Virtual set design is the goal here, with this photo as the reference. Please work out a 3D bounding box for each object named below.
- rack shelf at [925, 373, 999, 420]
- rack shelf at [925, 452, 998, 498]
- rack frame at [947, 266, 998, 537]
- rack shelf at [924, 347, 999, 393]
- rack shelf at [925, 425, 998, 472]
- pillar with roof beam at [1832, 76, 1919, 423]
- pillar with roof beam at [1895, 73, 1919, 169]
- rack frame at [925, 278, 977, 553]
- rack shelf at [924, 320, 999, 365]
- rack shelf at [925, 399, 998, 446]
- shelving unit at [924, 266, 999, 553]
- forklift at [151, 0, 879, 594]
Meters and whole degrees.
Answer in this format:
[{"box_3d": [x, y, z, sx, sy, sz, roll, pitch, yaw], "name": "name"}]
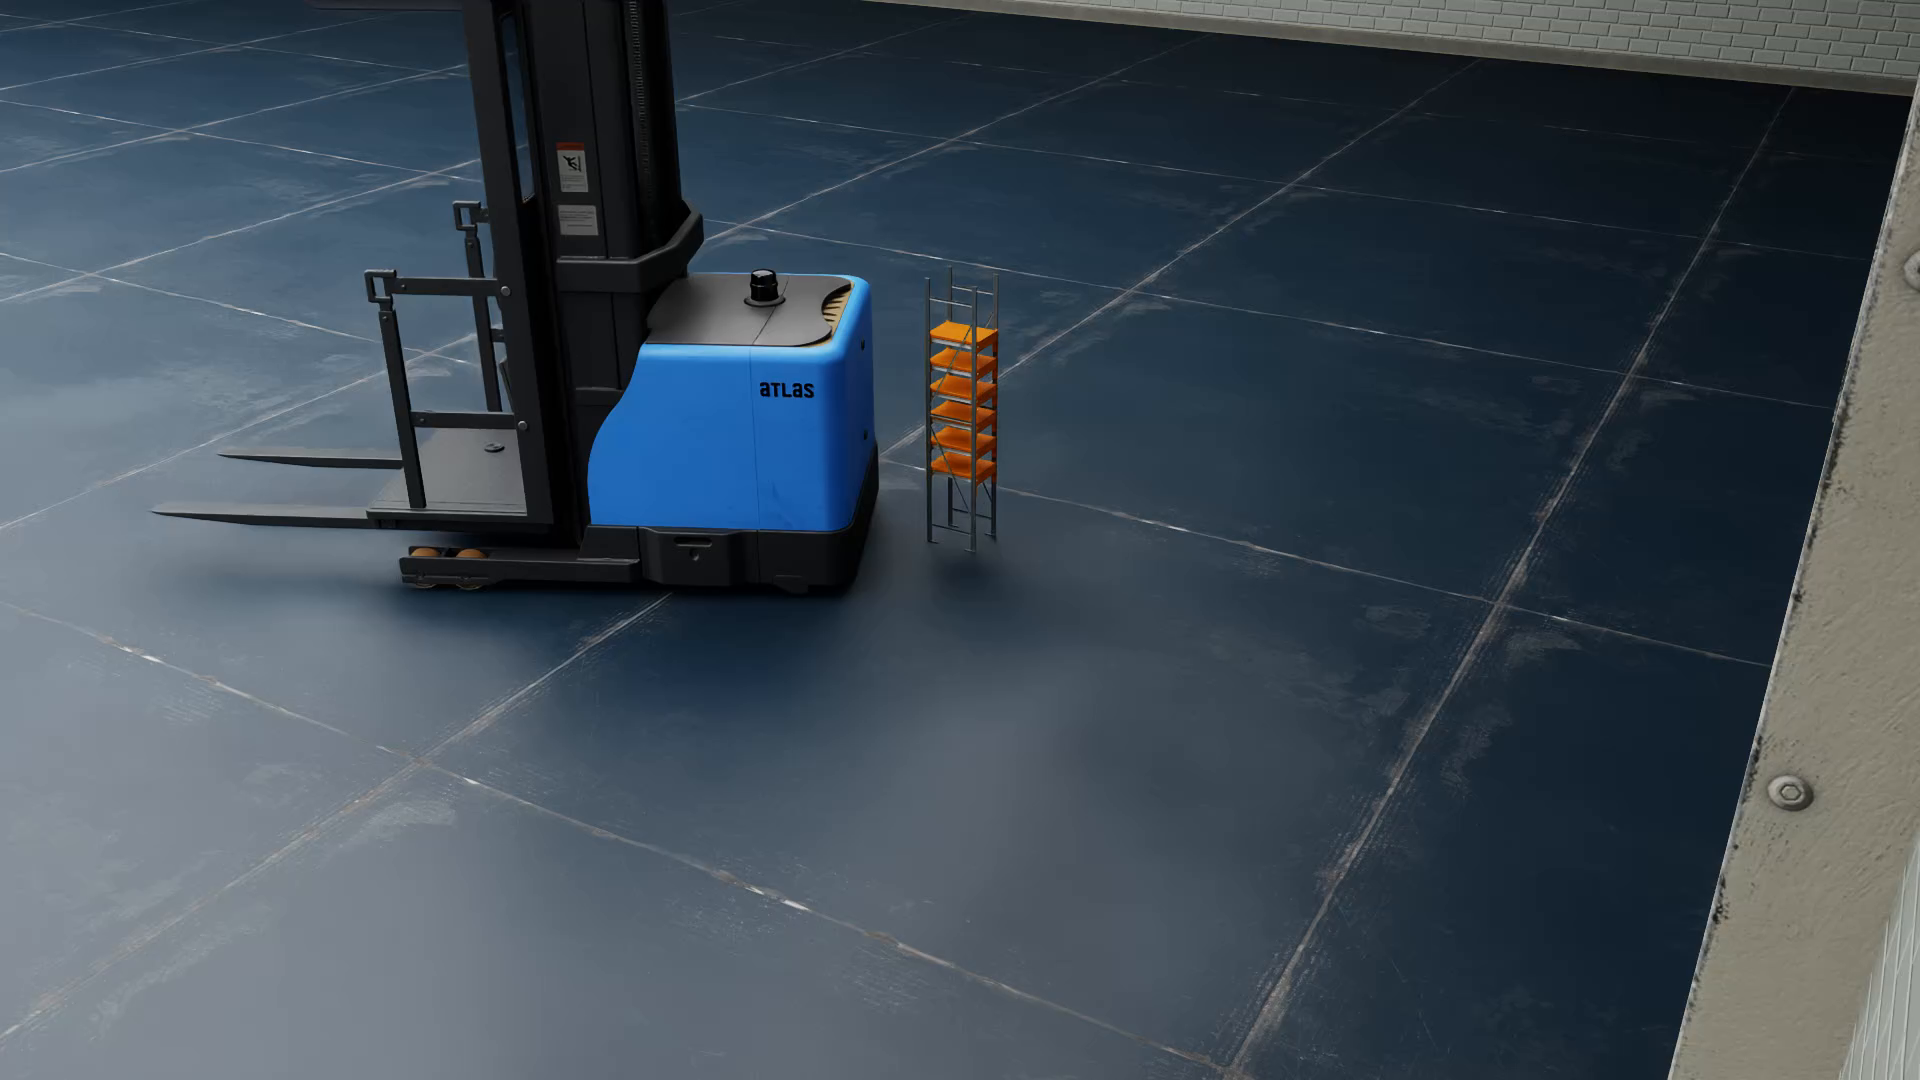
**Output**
[{"box_3d": [0.007, -0.610, 7.035, 0.258, 0.103, 0.180, 14, 30, 26], "name": "rack shelf"}, {"box_3d": [0.007, -0.288, 7.197, 0.258, 0.103, 0.180, 14, 30, 26], "name": "rack shelf"}, {"box_3d": [0.052, -0.578, 7.140, 0.240, 1.200, 0.006, 14, 30, 26], "name": "rack frame"}, {"box_3d": [0.007, -0.717, 6.982, 0.258, 0.103, 0.180, 14, 30, 26], "name": "rack shelf"}, {"box_3d": [0.007, -0.395, 7.143, 0.258, 0.103, 0.180, 14, 30, 26], "name": "rack shelf"}, {"box_3d": [0.958, -5.619, 8.500, 9.100, 9.000, 0.400, 14, 30, 26], "name": "pillar with roof beam"}, {"box_3d": [3.910, -7.958, 13.171, 9.100, 9.000, 0.400, 14, 30, 26], "name": "pillar with roof beam"}, {"box_3d": [-0.038, -0.507, 6.998, 0.240, 1.200, 0.006, 14, 30, 26], "name": "rack frame"}, {"box_3d": [0.007, -0.824, 6.928, 0.258, 0.103, 0.180, 14, 30, 26], "name": "rack shelf"}, {"box_3d": [0.007, -0.502, 7.089, 0.258, 0.103, 0.180, 14, 30, 26], "name": "rack shelf"}, {"box_3d": [0.007, -0.542, 7.069, 0.258, 1.200, 0.189, 14, 30, 26], "name": "shelving unit"}, {"box_3d": [-1.913, -1.337, 6.722, 3.031, 2.935, 1.130, 2, 27, 4], "name": "forklift"}]
